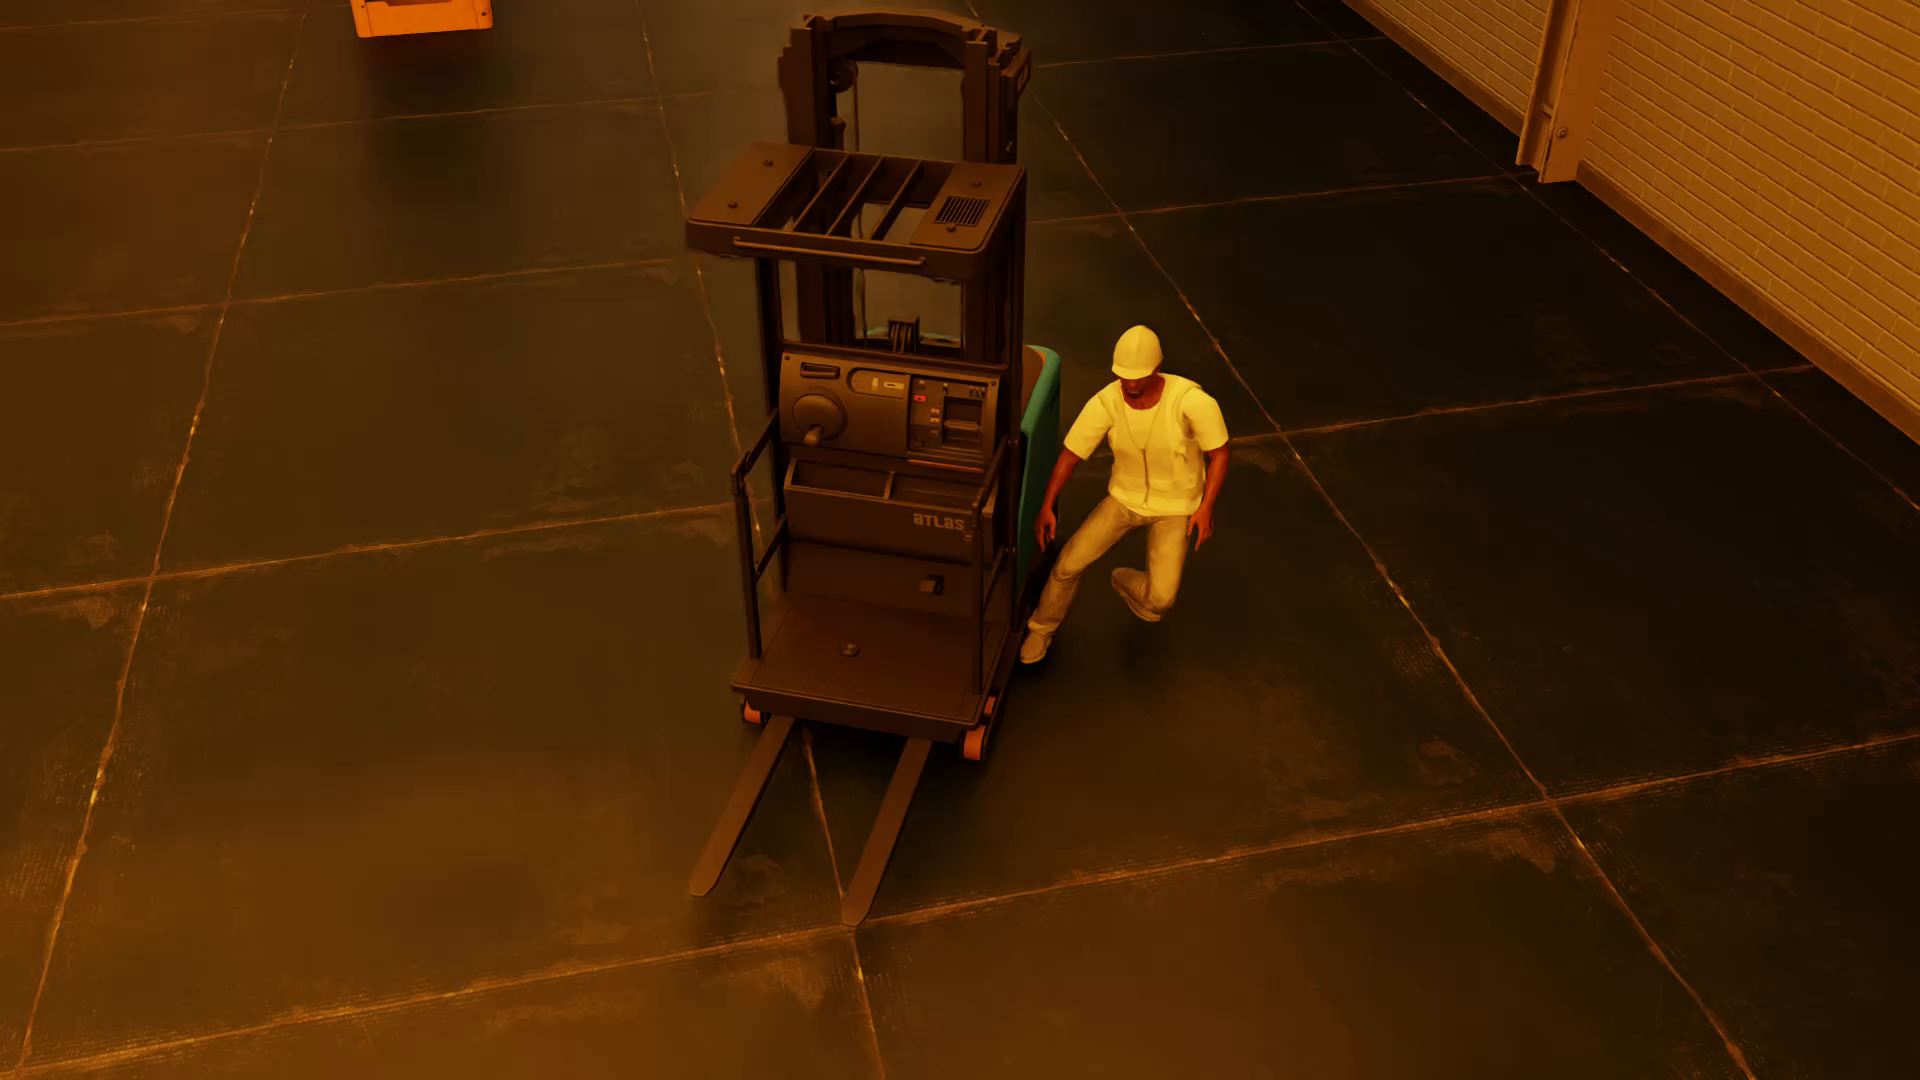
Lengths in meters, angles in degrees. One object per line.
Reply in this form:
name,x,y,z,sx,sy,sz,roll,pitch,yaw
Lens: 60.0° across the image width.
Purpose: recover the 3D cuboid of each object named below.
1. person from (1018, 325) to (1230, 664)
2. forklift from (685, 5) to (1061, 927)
person,0.731,-0.141,7.343,0.804,1.621,0.693,14,38,18
forklift,-0.346,-0.477,6.713,1.130,2.935,3.031,8,37,11
